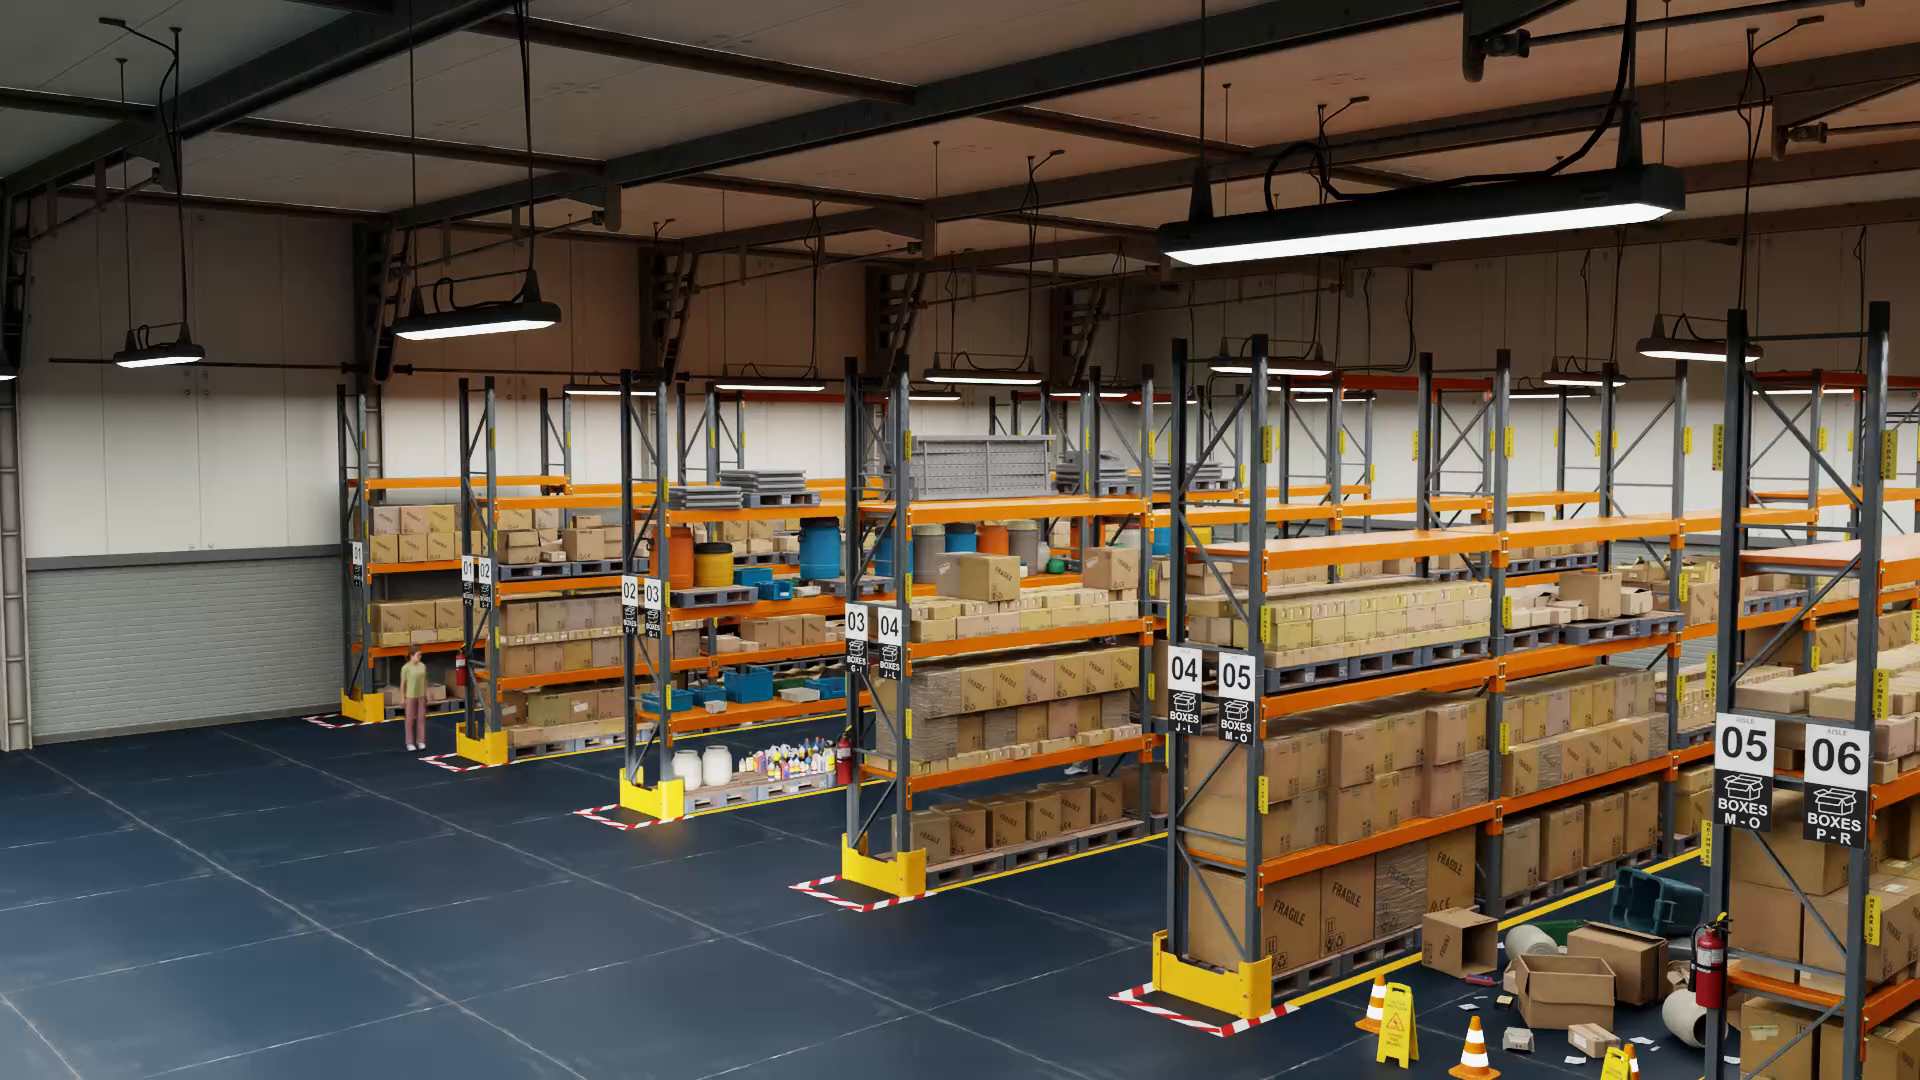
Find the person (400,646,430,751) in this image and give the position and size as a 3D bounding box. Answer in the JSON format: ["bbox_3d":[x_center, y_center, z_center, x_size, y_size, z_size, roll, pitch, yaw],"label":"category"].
[{"bbox_3d":[-8.827,2.556,26.945,0.352,1.687,0.474,3,5,38],"label":"person"}]

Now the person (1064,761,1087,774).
[{"bbox_3d":[1.840,2.723,25.095,0.495,1.615,0.436,2,4,29],"label":"person"}]
